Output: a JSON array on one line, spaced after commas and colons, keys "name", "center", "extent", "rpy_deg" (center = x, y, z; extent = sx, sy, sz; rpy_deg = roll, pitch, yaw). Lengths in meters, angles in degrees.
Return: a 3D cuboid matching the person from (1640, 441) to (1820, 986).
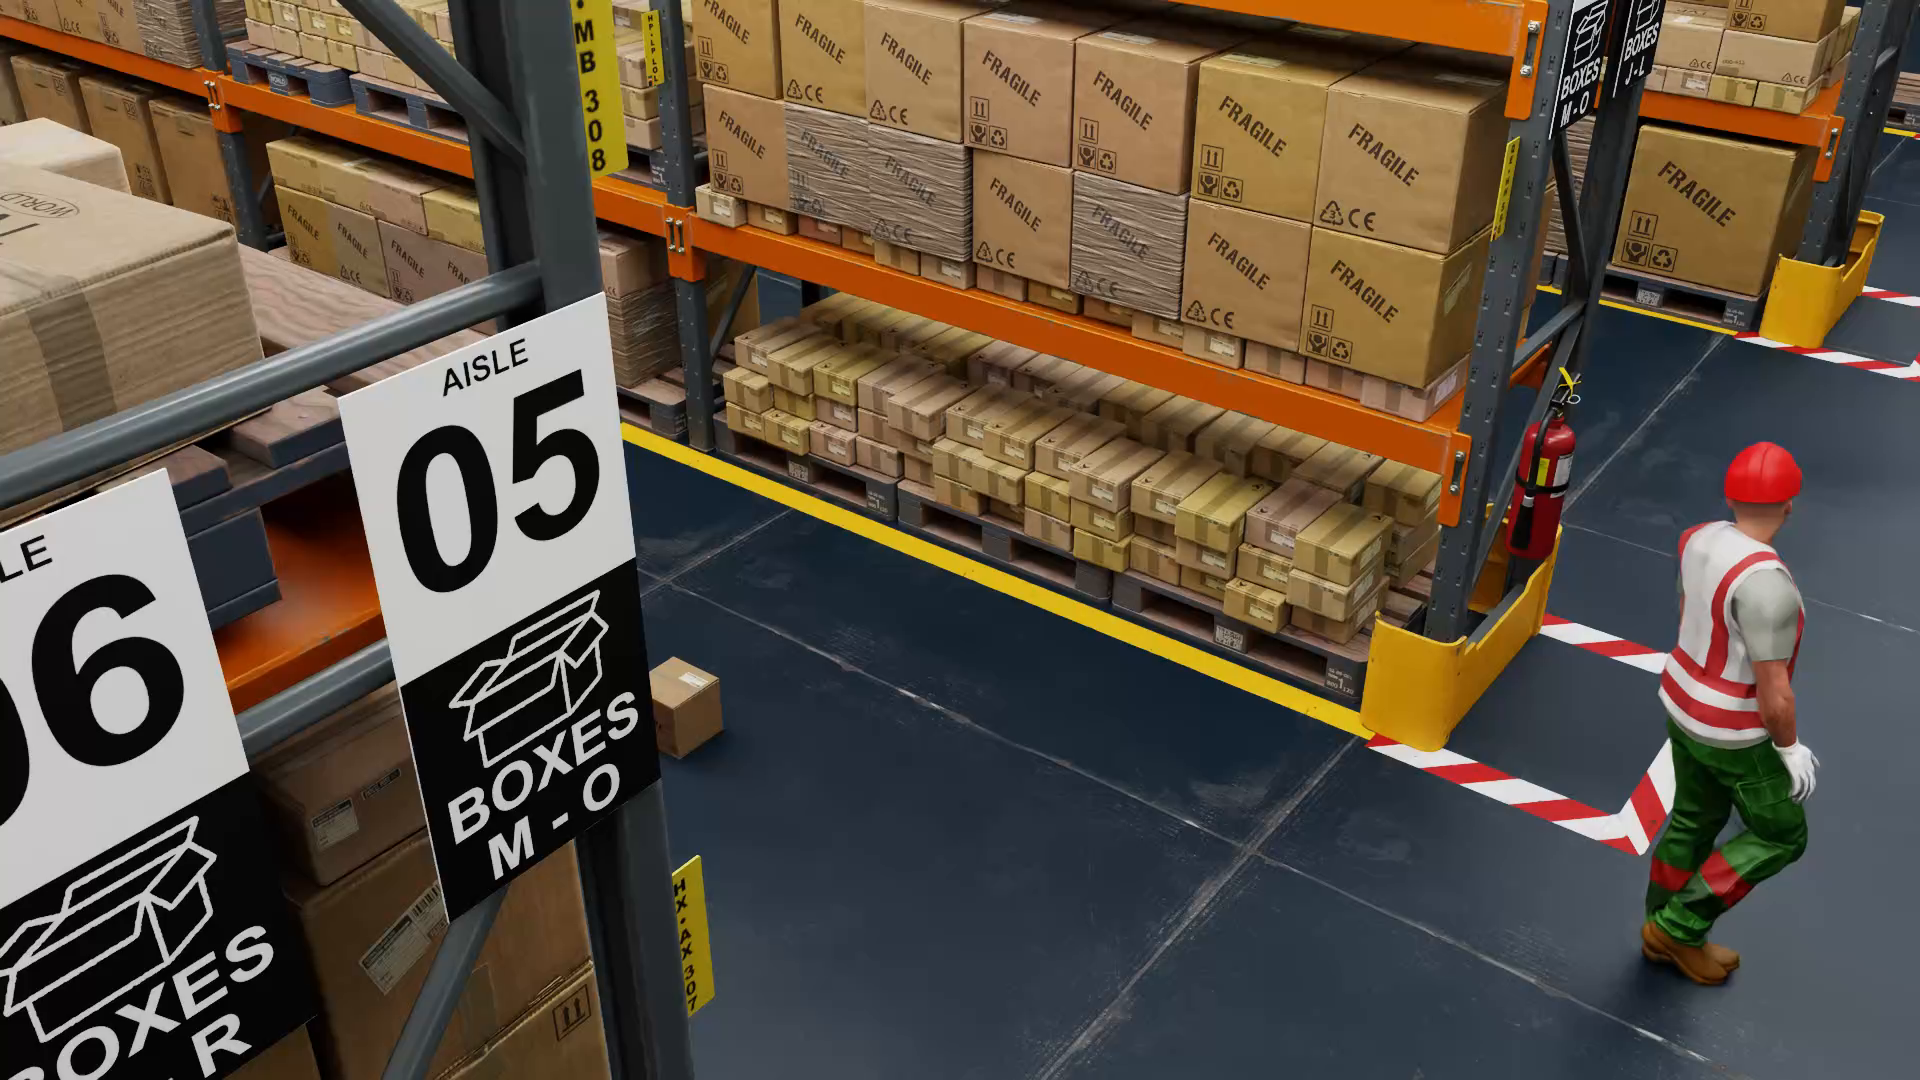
[{"name": "person", "center": [2.391, 0.562, 5.128], "extent": [0.438, 1.777, 0.658], "rpy_deg": [1, 31, 1]}]
